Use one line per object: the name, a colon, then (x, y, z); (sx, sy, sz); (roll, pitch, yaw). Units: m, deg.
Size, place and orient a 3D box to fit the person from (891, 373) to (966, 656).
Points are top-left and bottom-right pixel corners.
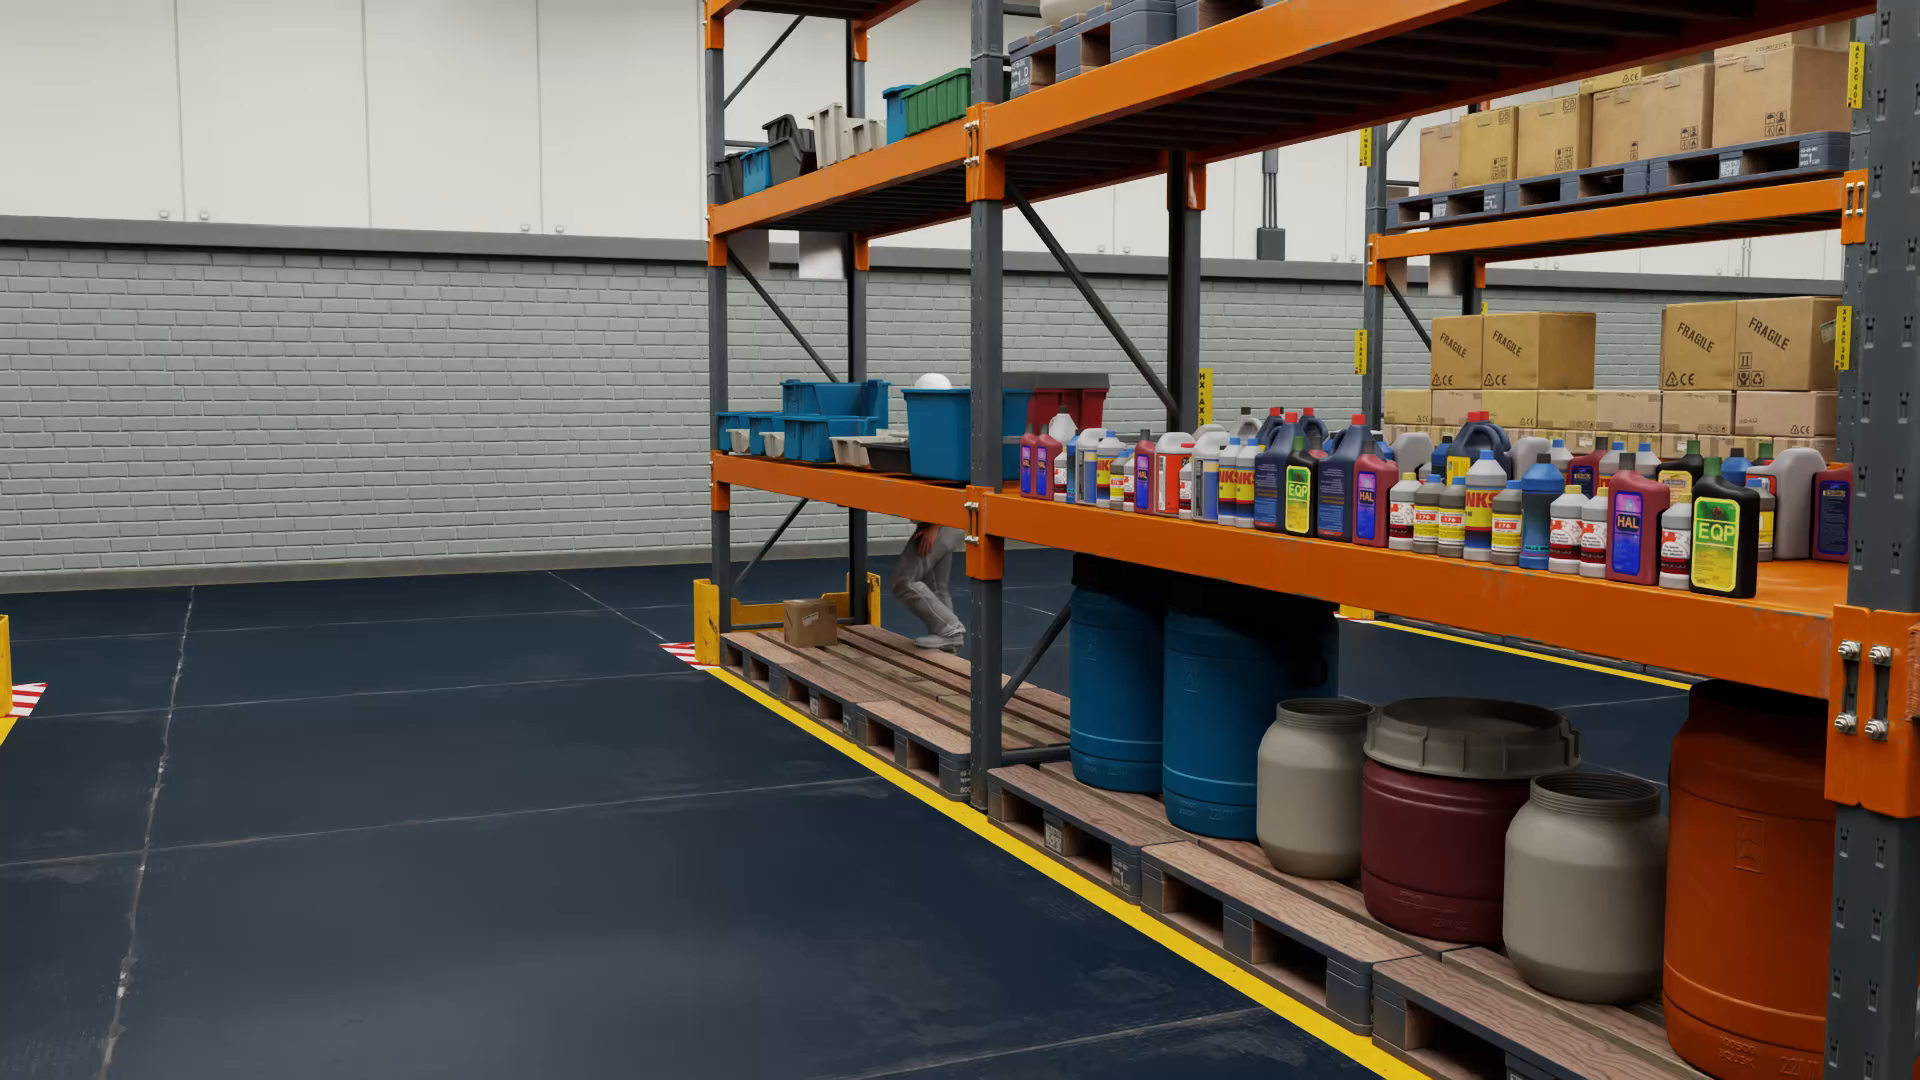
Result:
person: (-0.192, -0.086, 9.808); (0.486, 1.790, 0.572); (-1, 5, -11)
